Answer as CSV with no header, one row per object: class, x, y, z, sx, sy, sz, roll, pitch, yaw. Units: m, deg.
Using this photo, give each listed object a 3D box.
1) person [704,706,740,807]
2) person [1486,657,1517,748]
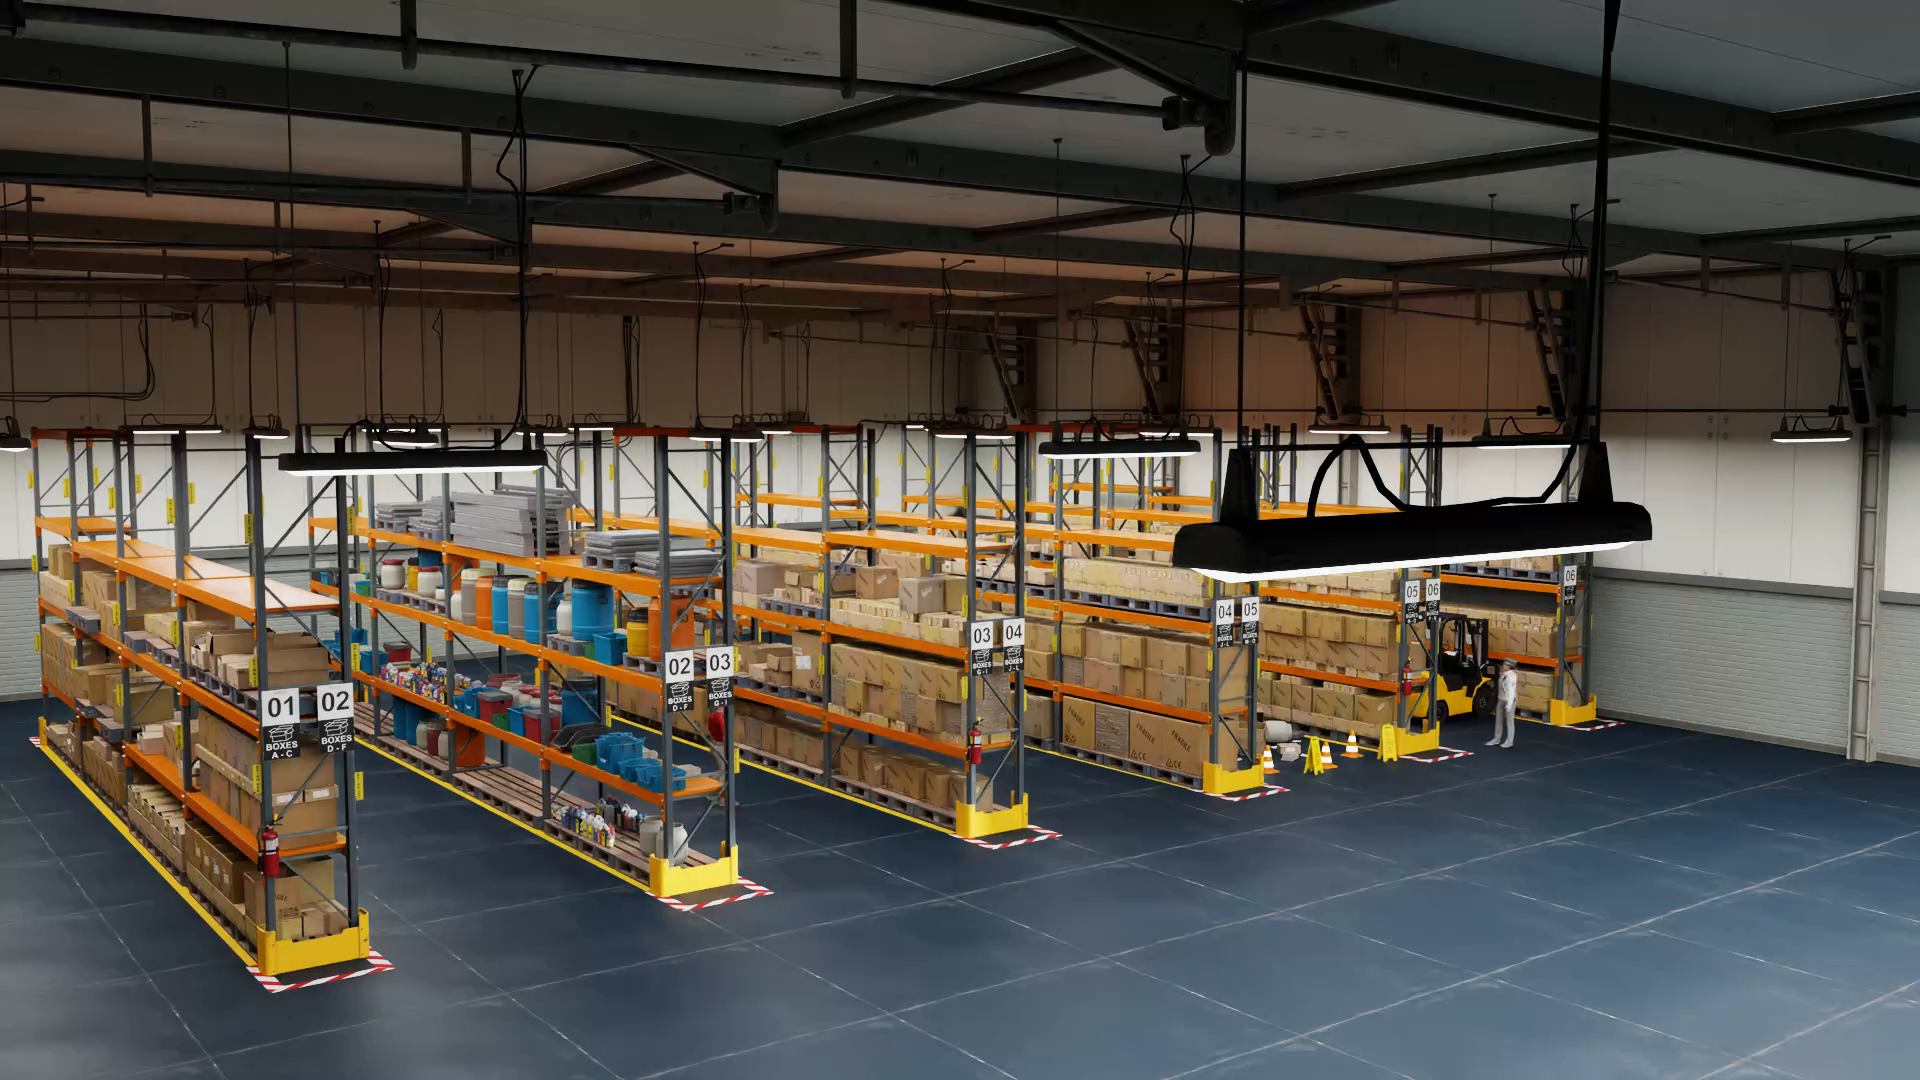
person,-3.809,3.399,26.595,0.513,1.753,0.609,-2,5,-24
person,10.213,3.041,31.226,0.435,1.692,0.526,-2,5,-23
